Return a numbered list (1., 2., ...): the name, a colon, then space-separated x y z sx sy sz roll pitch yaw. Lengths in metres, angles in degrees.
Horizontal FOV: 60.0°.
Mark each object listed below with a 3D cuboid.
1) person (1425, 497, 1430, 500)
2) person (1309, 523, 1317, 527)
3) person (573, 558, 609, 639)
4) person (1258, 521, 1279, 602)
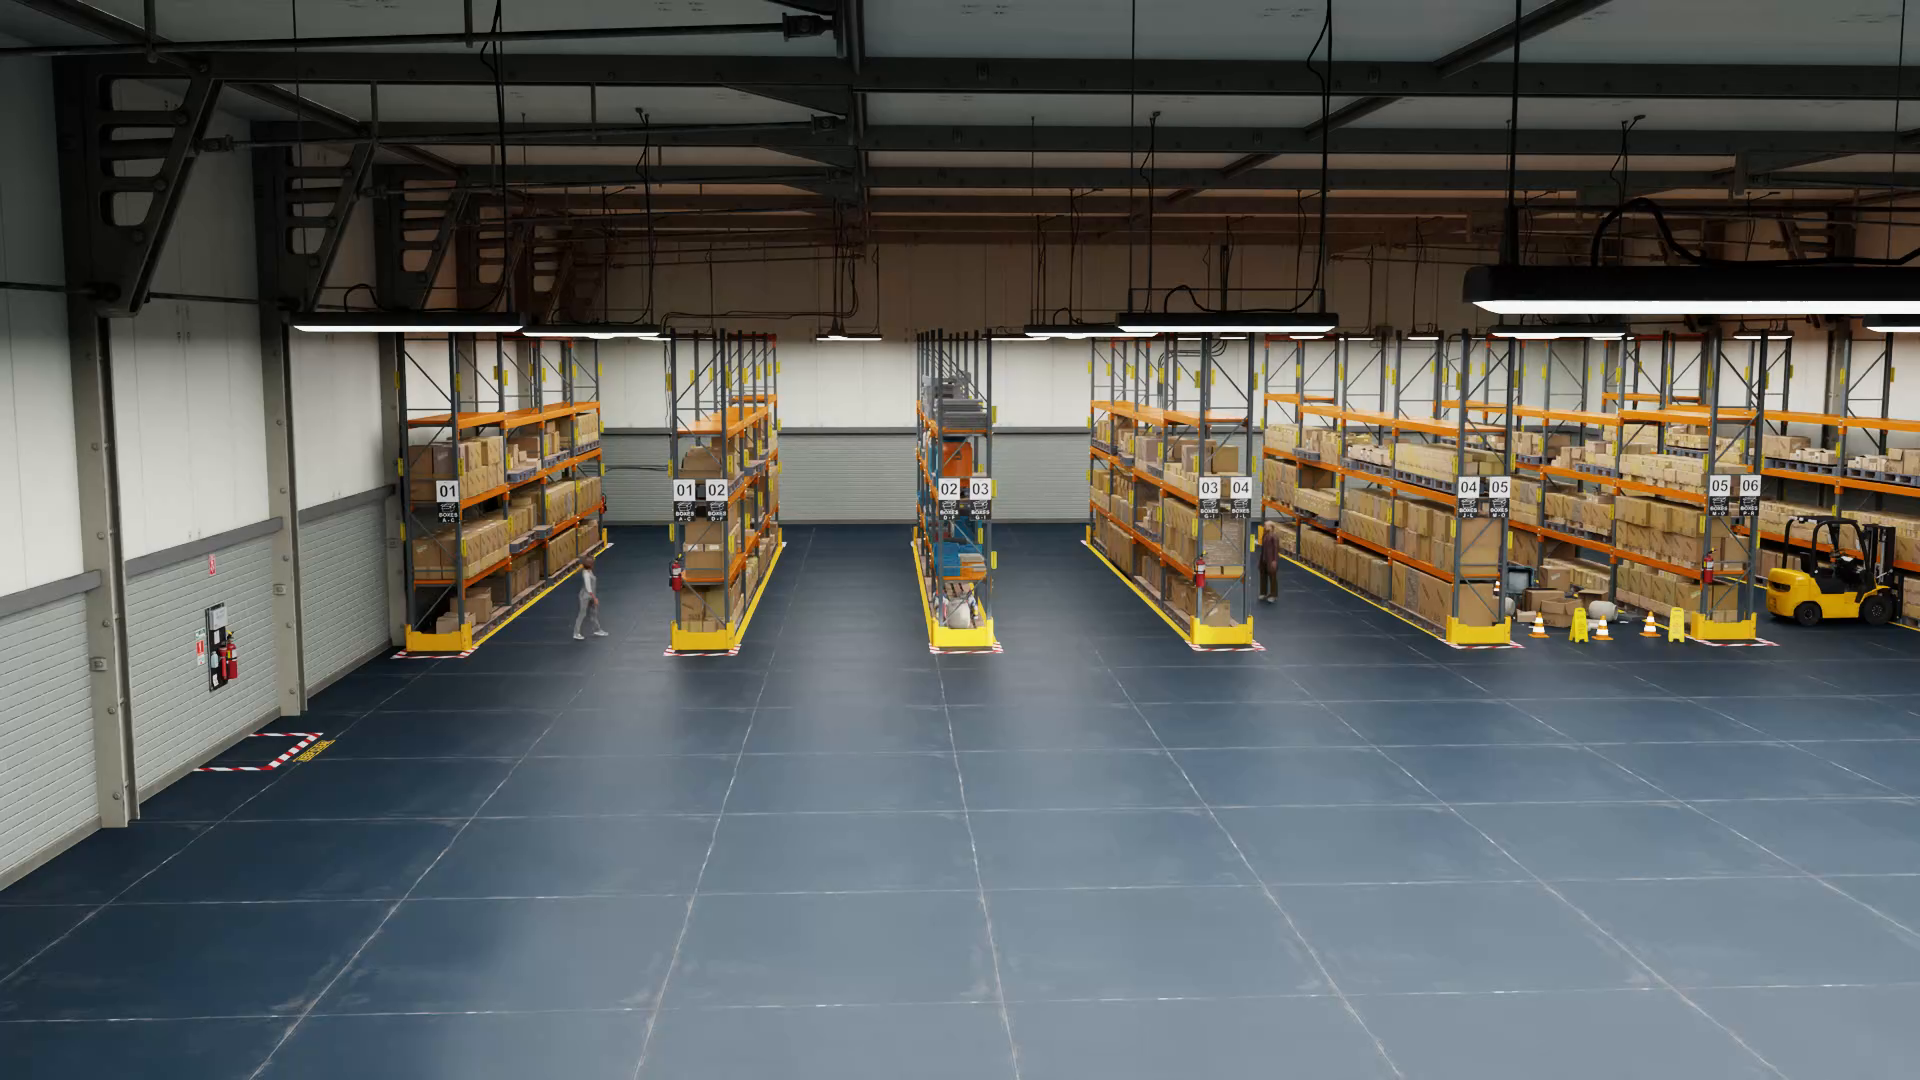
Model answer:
1. person: 14.646 -1.245 51.460 0.411 1.775 0.568 -3 7 -22
2. person: 10.546 -0.902 49.523 0.497 1.606 0.384 -1 7 -9
3. person: -7.236 1.129 32.445 0.596 1.589 0.604 0 7 1
4. person: 6.879 0.463 37.081 0.409 1.790 0.598 -5 8 -35
